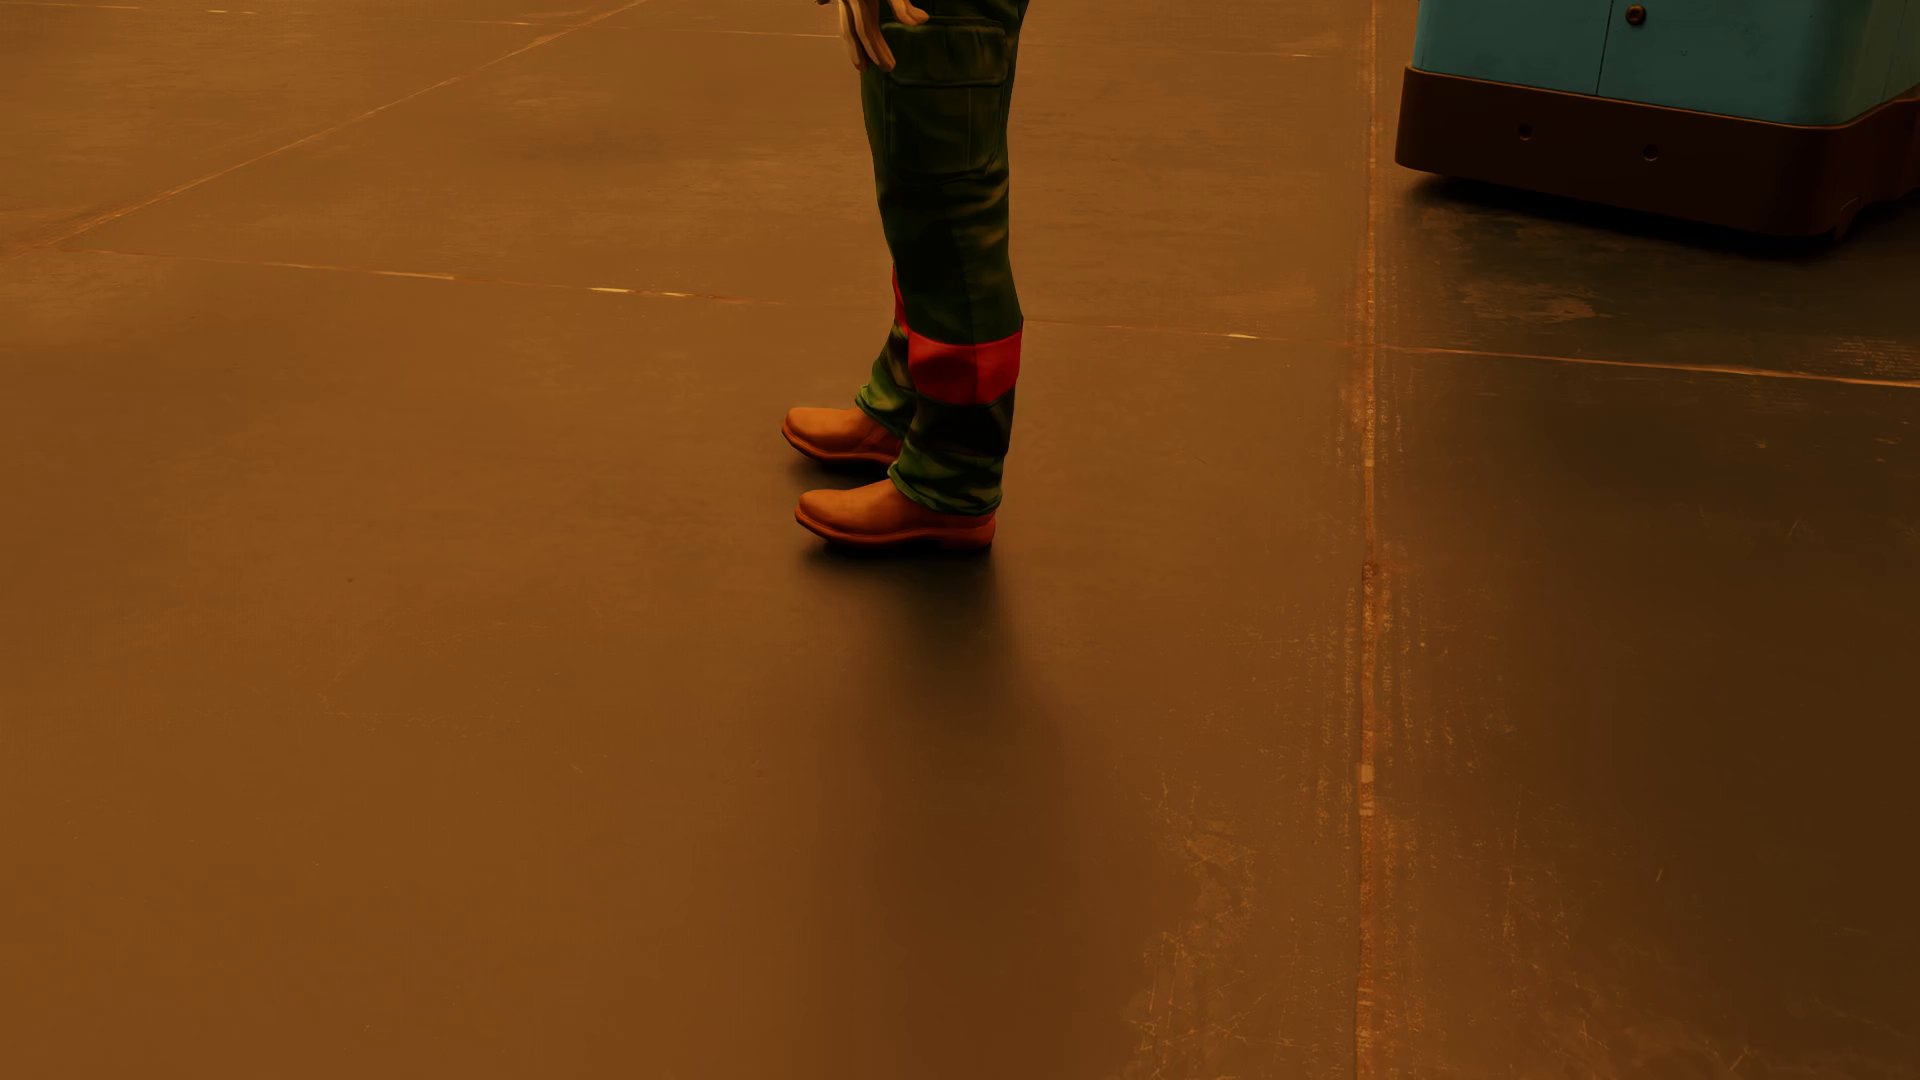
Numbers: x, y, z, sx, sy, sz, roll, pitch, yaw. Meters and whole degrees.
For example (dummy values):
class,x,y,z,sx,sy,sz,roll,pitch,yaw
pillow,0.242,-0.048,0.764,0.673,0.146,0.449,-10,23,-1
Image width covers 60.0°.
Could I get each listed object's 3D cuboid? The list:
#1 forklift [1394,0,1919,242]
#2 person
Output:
class,x,y,z,sx,sy,sz,roll,pitch,yaw
forklift,2.474,-2.555,4.311,1.130,2.935,3.031,22,34,37
person,-0.076,-0.819,2.120,0.562,1.790,0.637,6,27,11
